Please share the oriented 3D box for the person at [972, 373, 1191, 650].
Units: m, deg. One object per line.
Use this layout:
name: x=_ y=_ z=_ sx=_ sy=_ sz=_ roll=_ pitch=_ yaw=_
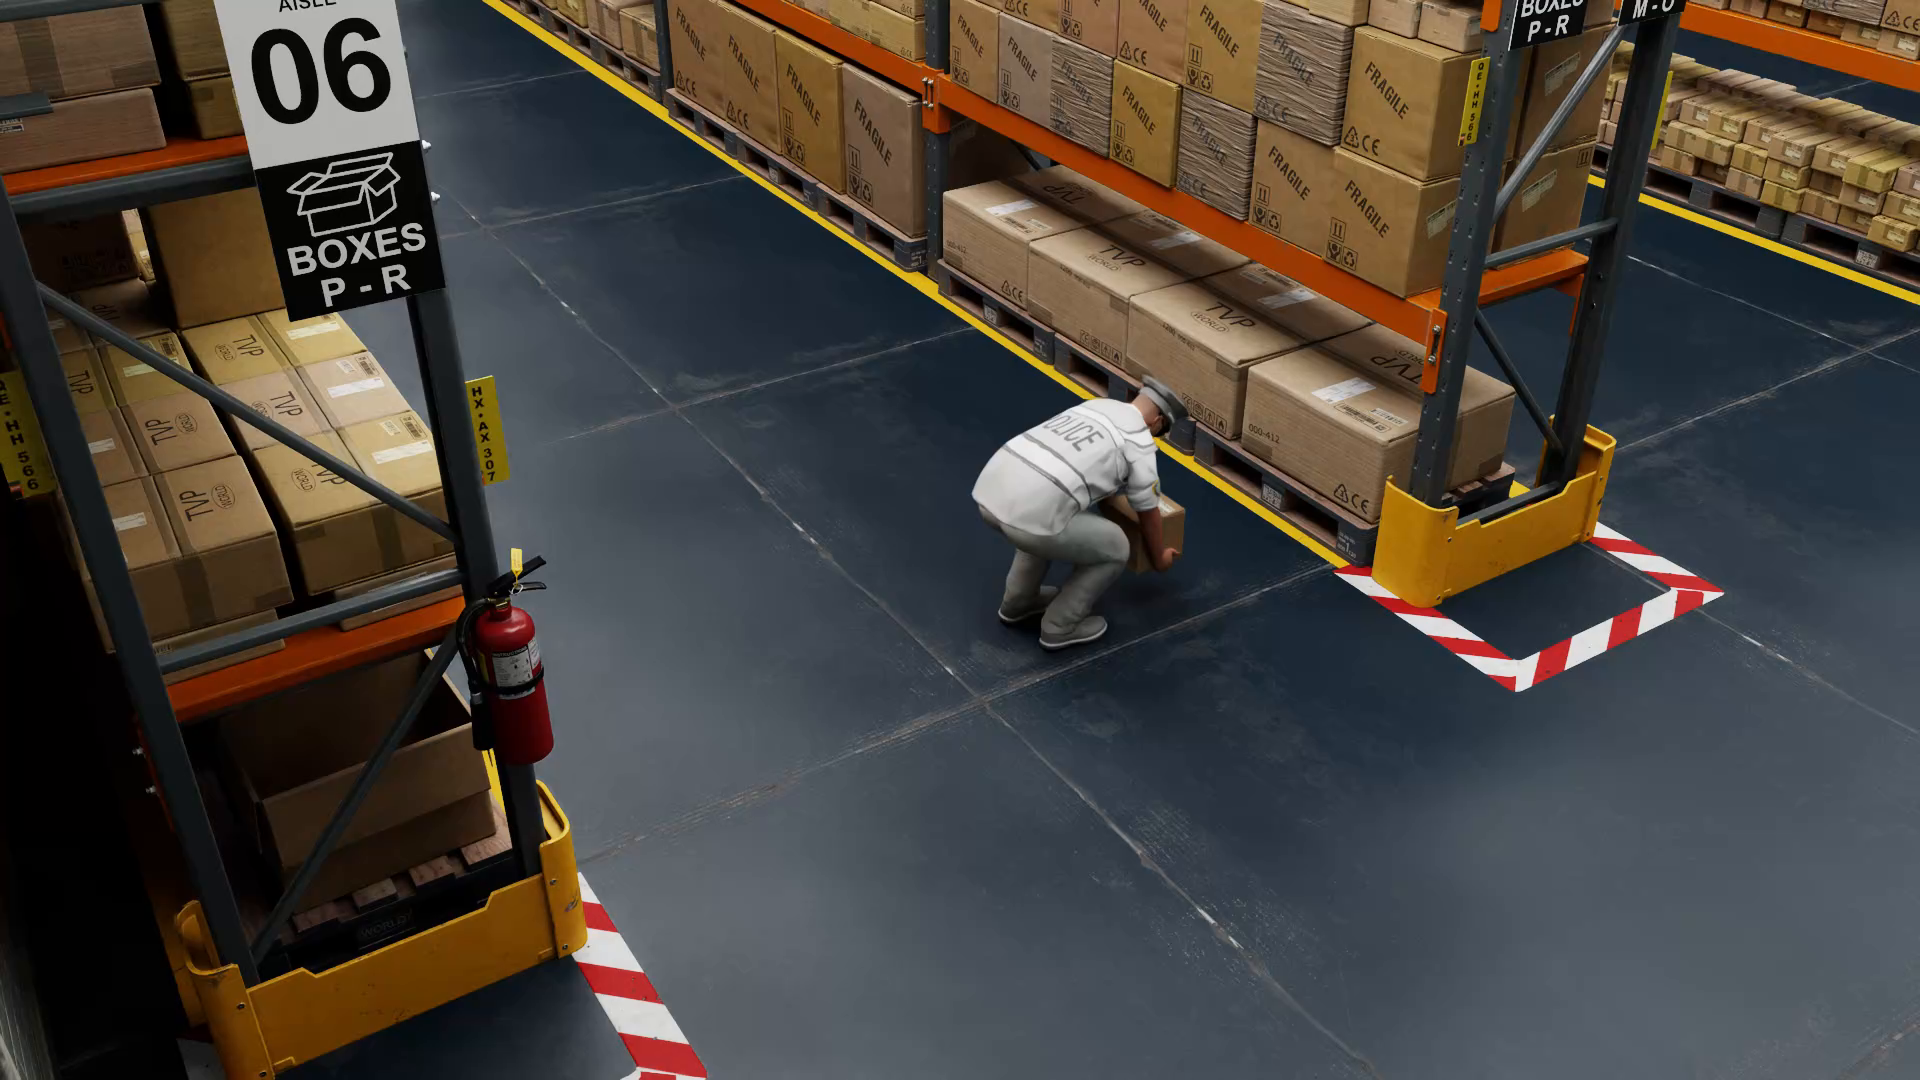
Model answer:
person: x=0.527 y=-0.118 z=6.990 sx=1.027 sy=1.036 sz=0.536 roll=-21 pitch=38 yaw=-29
